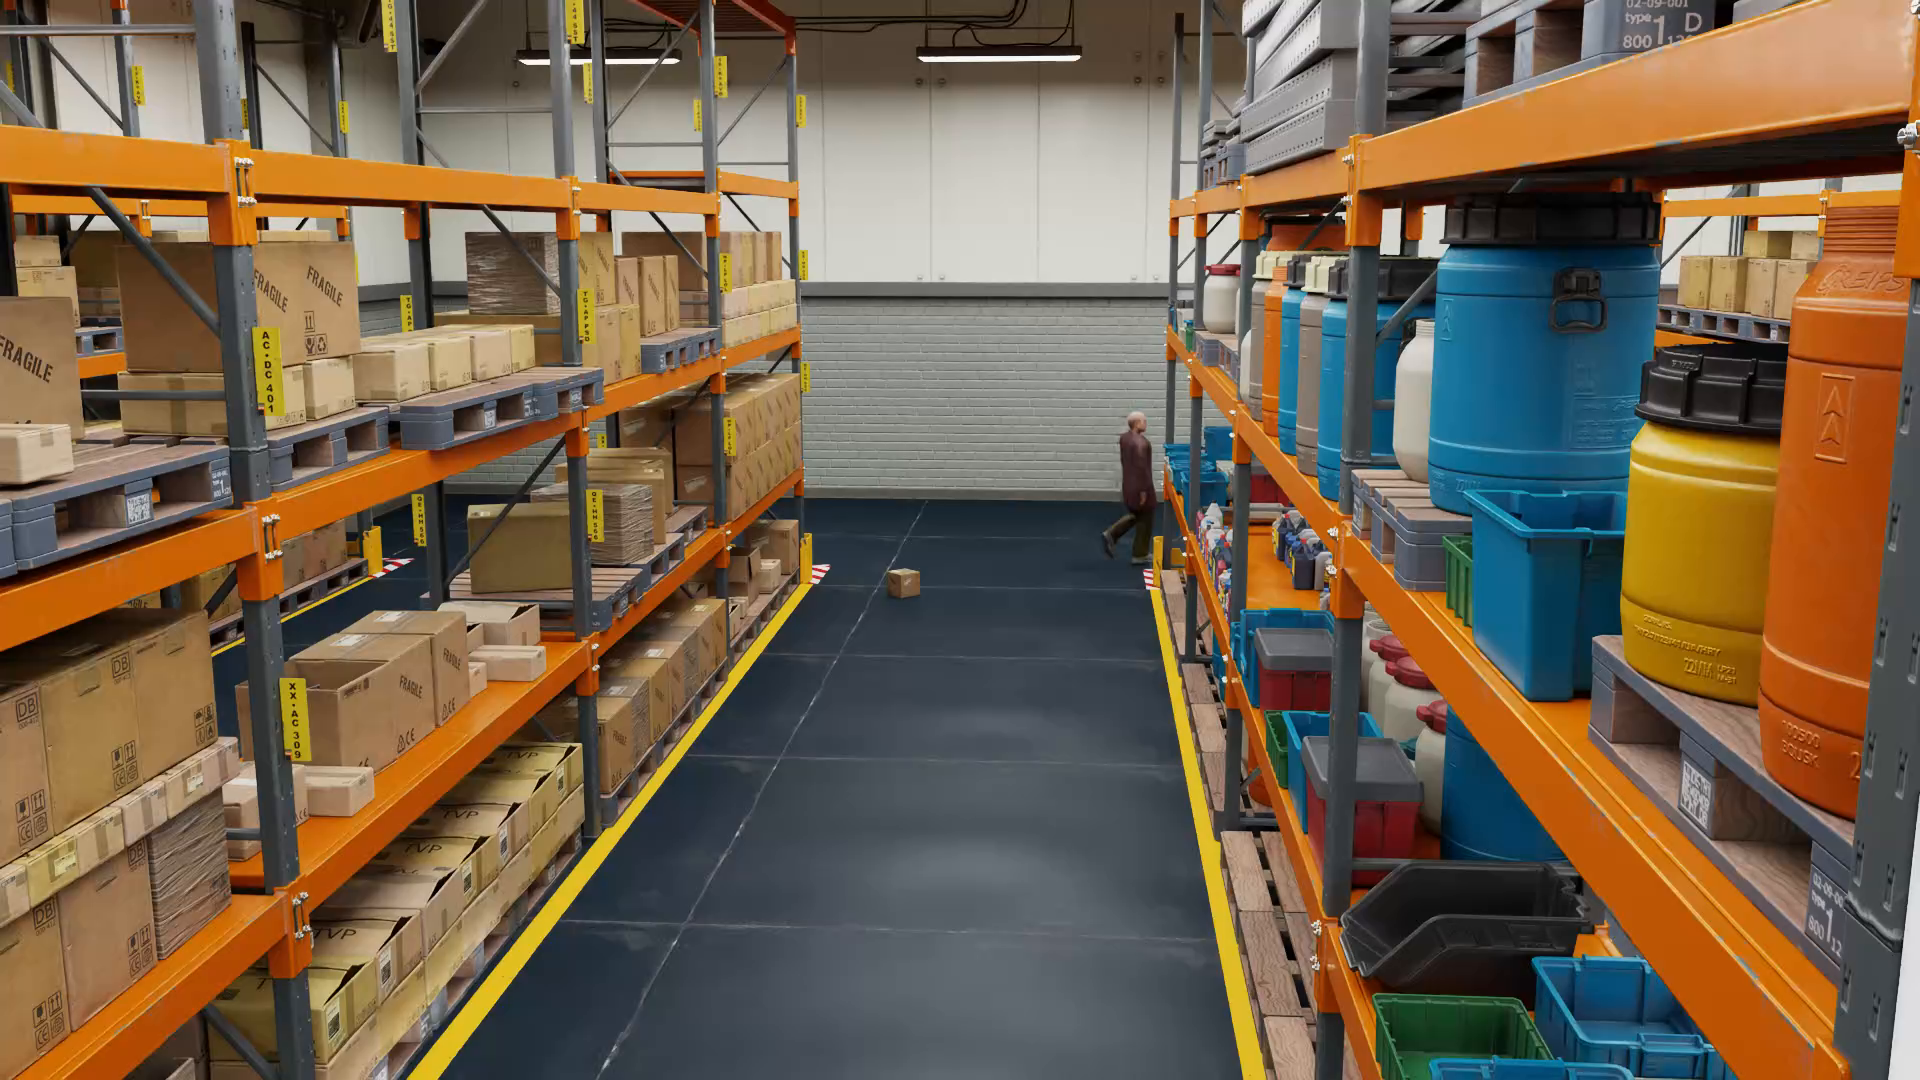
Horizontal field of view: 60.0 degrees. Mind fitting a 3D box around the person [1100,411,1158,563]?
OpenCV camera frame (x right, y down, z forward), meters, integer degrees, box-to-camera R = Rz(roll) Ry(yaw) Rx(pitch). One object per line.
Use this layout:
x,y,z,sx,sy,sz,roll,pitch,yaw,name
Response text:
1.990,-0.603,19.082,0.724,1.767,0.617,-5,12,-23,person
